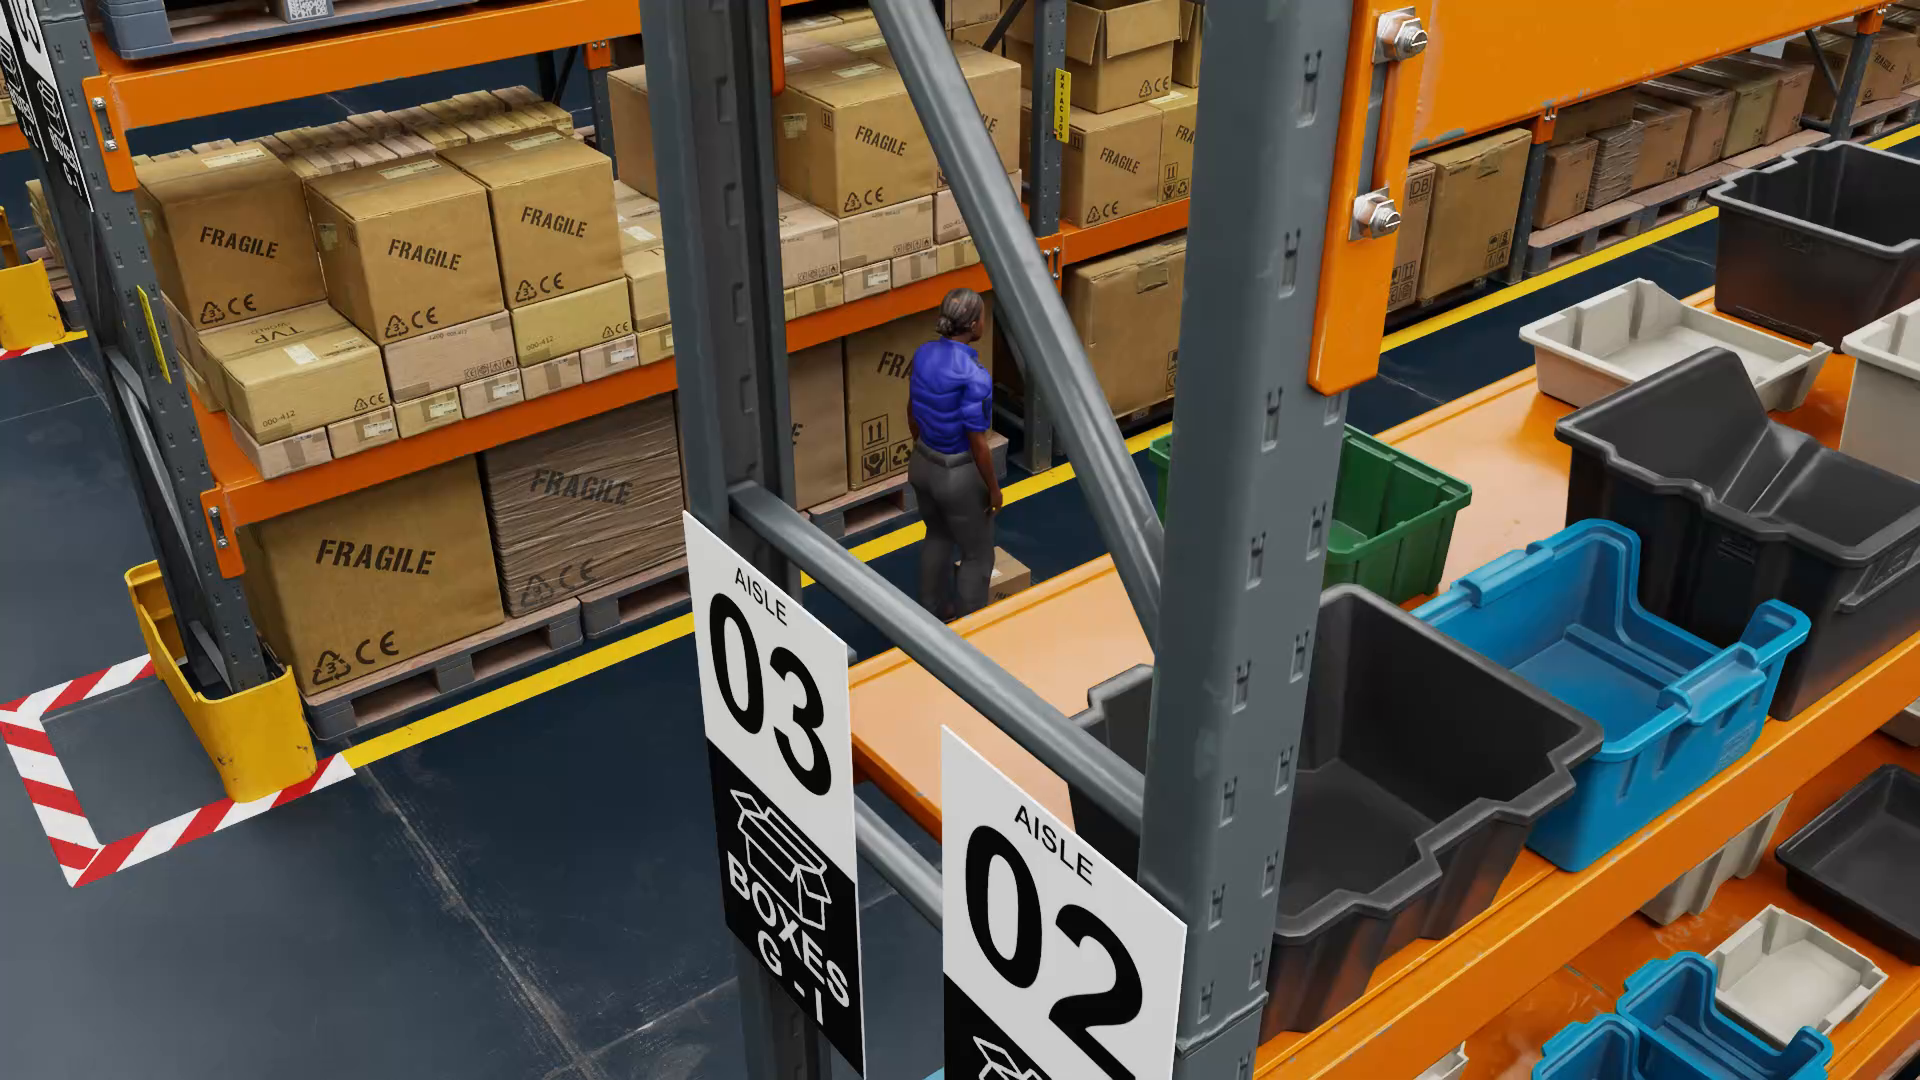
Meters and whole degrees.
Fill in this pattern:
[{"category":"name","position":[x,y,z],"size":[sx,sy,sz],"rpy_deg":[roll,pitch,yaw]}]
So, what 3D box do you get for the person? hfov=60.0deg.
[{"category":"person","position":[-0.017,-0.281,7.084],"size":[0.348,1.655,0.528],"rpy_deg":[-24,40,-33]}]
